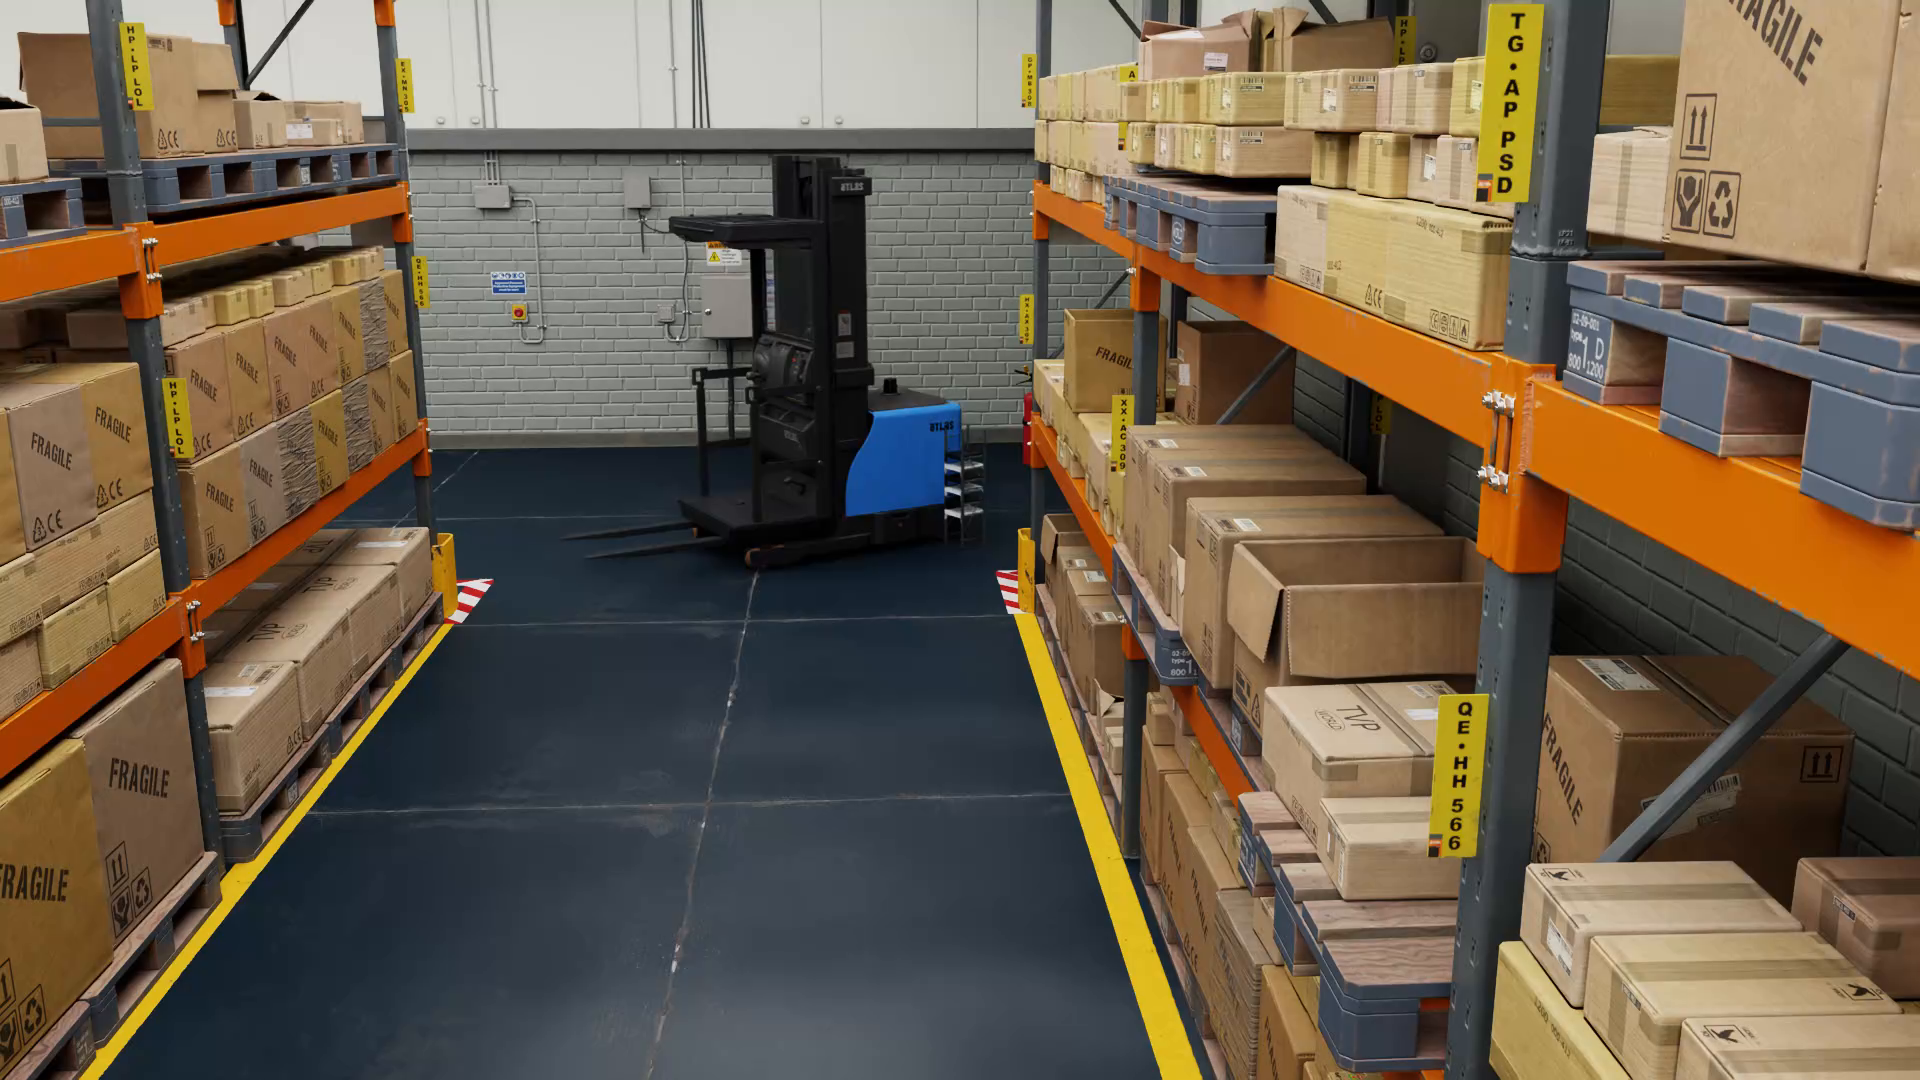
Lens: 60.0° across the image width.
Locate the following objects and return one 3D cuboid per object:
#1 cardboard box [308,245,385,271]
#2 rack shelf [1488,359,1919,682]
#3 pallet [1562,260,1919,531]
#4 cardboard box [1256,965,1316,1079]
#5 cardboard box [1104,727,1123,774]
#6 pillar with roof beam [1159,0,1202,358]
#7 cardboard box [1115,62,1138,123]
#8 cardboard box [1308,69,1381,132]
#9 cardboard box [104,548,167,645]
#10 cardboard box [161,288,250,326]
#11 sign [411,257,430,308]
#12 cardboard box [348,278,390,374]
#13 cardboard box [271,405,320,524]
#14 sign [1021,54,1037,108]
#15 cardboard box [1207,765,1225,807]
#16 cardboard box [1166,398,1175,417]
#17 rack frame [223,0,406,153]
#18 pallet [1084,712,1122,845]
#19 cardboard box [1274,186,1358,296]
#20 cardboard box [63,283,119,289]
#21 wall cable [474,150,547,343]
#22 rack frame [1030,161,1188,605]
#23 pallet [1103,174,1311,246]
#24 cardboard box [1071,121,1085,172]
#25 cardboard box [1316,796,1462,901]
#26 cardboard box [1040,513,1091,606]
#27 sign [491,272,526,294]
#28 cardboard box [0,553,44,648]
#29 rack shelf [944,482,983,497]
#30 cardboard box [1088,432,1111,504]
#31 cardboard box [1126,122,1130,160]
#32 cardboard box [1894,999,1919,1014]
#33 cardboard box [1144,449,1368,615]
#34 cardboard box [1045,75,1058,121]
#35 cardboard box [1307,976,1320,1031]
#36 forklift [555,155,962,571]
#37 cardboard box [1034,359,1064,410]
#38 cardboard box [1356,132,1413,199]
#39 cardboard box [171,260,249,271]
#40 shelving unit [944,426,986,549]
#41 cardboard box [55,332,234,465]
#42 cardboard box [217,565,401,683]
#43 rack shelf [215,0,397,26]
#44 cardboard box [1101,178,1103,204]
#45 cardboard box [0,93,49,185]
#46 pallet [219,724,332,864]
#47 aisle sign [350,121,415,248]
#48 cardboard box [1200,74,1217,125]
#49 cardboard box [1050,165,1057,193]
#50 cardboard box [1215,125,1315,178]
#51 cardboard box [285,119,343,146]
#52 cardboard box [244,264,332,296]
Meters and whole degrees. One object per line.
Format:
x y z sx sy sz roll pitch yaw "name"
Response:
-3.750 -1.717 10.171 0.380 0.149 0.250 -1 14 -3 "cardboard box"
1.601 0.349 1.075 1.077 0.370 4.000 -1 14 -3 "rack shelf"
1.609 -0.238 2.292 1.213 0.211 1.003 0 14 -1 "pallet"
1.181 1.606 4.937 0.500 0.500 0.500 0 14 -1 "cardboard box"
0.902 1.004 7.983 0.380 0.149 0.250 -1 14 -5 "cardboard box"
-2.583 -4.557 12.680 9.100 9.000 0.400 -1 14 -3 "pillar with roof beam"
0.958 -1.927 7.178 0.500 0.250 0.500 -1 14 -3 "cardboard box"
1.098 -1.102 4.176 0.380 0.149 0.250 -1 14 -5 "cardboard box"
-3.445 0.219 6.458 0.500 0.250 0.500 -1 14 -5 "cardboard box"
-3.529 -1.080 7.695 0.380 0.149 0.250 -1 14 -4 "cardboard box"
-3.430 -1.637 10.569 0.100 0.325 0.005 -1 14 -3 "sign"
-3.643 -1.243 9.632 0.500 0.500 0.500 -1 14 -3 "cardboard box"
-3.544 -0.380 8.282 0.500 0.500 0.500 -1 14 -3 "cardboard box"
0.440 -2.902 10.510 0.100 0.325 0.005 -1 14 -3 "sign"
1.138 0.947 6.200 0.380 0.149 0.250 -1 14 -4 "cardboard box"
1.364 -0.614 9.095 0.500 0.250 0.500 -1 14 -4 "cardboard box"
-3.972 -3.862 9.976 1.000 3.000 0.127 -1 14 -3 "rack frame"
1.188 1.141 8.170 1.003 0.211 1.213 -1 14 -3 "pallet"
1.140 -0.798 4.388 0.500 0.250 0.500 -1 14 -3 "cardboard box"
-4.060 -1.134 7.904 0.380 0.149 0.250 -1 14 -4 "cardboard box"
-4.345 -2.866 16.042 0.585 1.953 0.123 -1 14 -3 "wall cable"
0.982 -1.034 11.025 1.000 3.000 0.127 -1 14 -3 "rack frame"
1.200 -1.238 6.174 1.213 0.211 1.003 -1 14 -3 "pallet"
0.863 -2.062 8.704 0.500 0.250 0.500 -1 14 -4 "cardboard box"
1.054 0.716 3.883 0.380 0.149 0.250 -1 14 -2 "cardboard box"
0.925 0.125 10.687 0.797 0.503 0.637 -1 15 -6 "cardboard box"
-4.397 -2.504 16.195 0.327 0.218 0.001 -1 14 -3 "sign"
-3.378 0.228 5.419 0.500 0.250 0.500 -1 14 -2 "cardboard box"
0.040 -0.375 12.811 0.258 0.077 0.200 -11 18 -38 "rack shelf"
0.909 -0.358 8.101 0.500 0.250 0.500 -1 14 -3 "cardboard box"
0.851 -1.542 6.439 0.380 0.149 0.250 -1 14 -3 "cardboard box"
1.783 0.894 2.831 0.500 0.250 0.500 -1 14 -2 "cardboard box"
1.068 -0.038 6.112 0.700 0.500 0.500 -1 14 -3 "cardboard box"
0.771 -2.559 9.634 0.500 0.250 0.500 -1 14 -4 "cardboard box"
1.203 1.330 4.710 0.380 0.149 0.250 0 14 -2 "cardboard box"
-1.501 -1.343 12.365 3.031 2.935 1.130 -9 17 -30 "forklift"
0.741 -0.988 10.552 0.500 0.250 0.500 -1 14 -3 "cardboard box"
1.169 -0.894 3.961 0.380 0.149 0.250 -1 14 -3 "cardboard box"
-4.134 -1.450 9.135 0.380 0.149 0.250 -1 14 -3 "cardboard box"
0.040 -0.407 12.803 0.258 0.900 0.210 -11 18 -38 "shelving unit"
-3.512 -0.616 7.195 0.500 0.500 0.500 -1 14 -3 "cardboard box"
-3.766 0.471 9.475 0.875 0.438 0.875 0 14 -2 "cardboard box"
-3.848 -2.822 8.182 1.077 0.370 4.000 -1 14 -3 "rack shelf"
0.894 -1.711 8.141 0.380 0.149 0.250 0 14 -2 "cardboard box"
-3.460 -1.359 5.603 0.500 0.311 0.500 -1 14 -3 "cardboard box"
-3.693 1.199 7.945 1.003 0.211 1.213 -1 14 -3 "pallet"
-3.667 -2.238 10.488 0.394 0.787 0.004 -1 14 -3 "aisle sign"
0.959 -1.366 5.158 0.380 0.149 0.250 -1 14 -3 "cardboard box"
0.723 -2.090 9.613 0.380 0.149 0.250 -1 14 -2 "cardboard box"
0.972 -1.160 4.955 0.380 0.149 0.250 -1 14 -2 "cardboard box"
-3.749 -2.326 9.486 0.380 0.149 0.250 -2 15 -8 "cardboard box"
-3.616 -1.401 8.941 0.380 0.149 0.250 -1 14 -2 "cardboard box"
